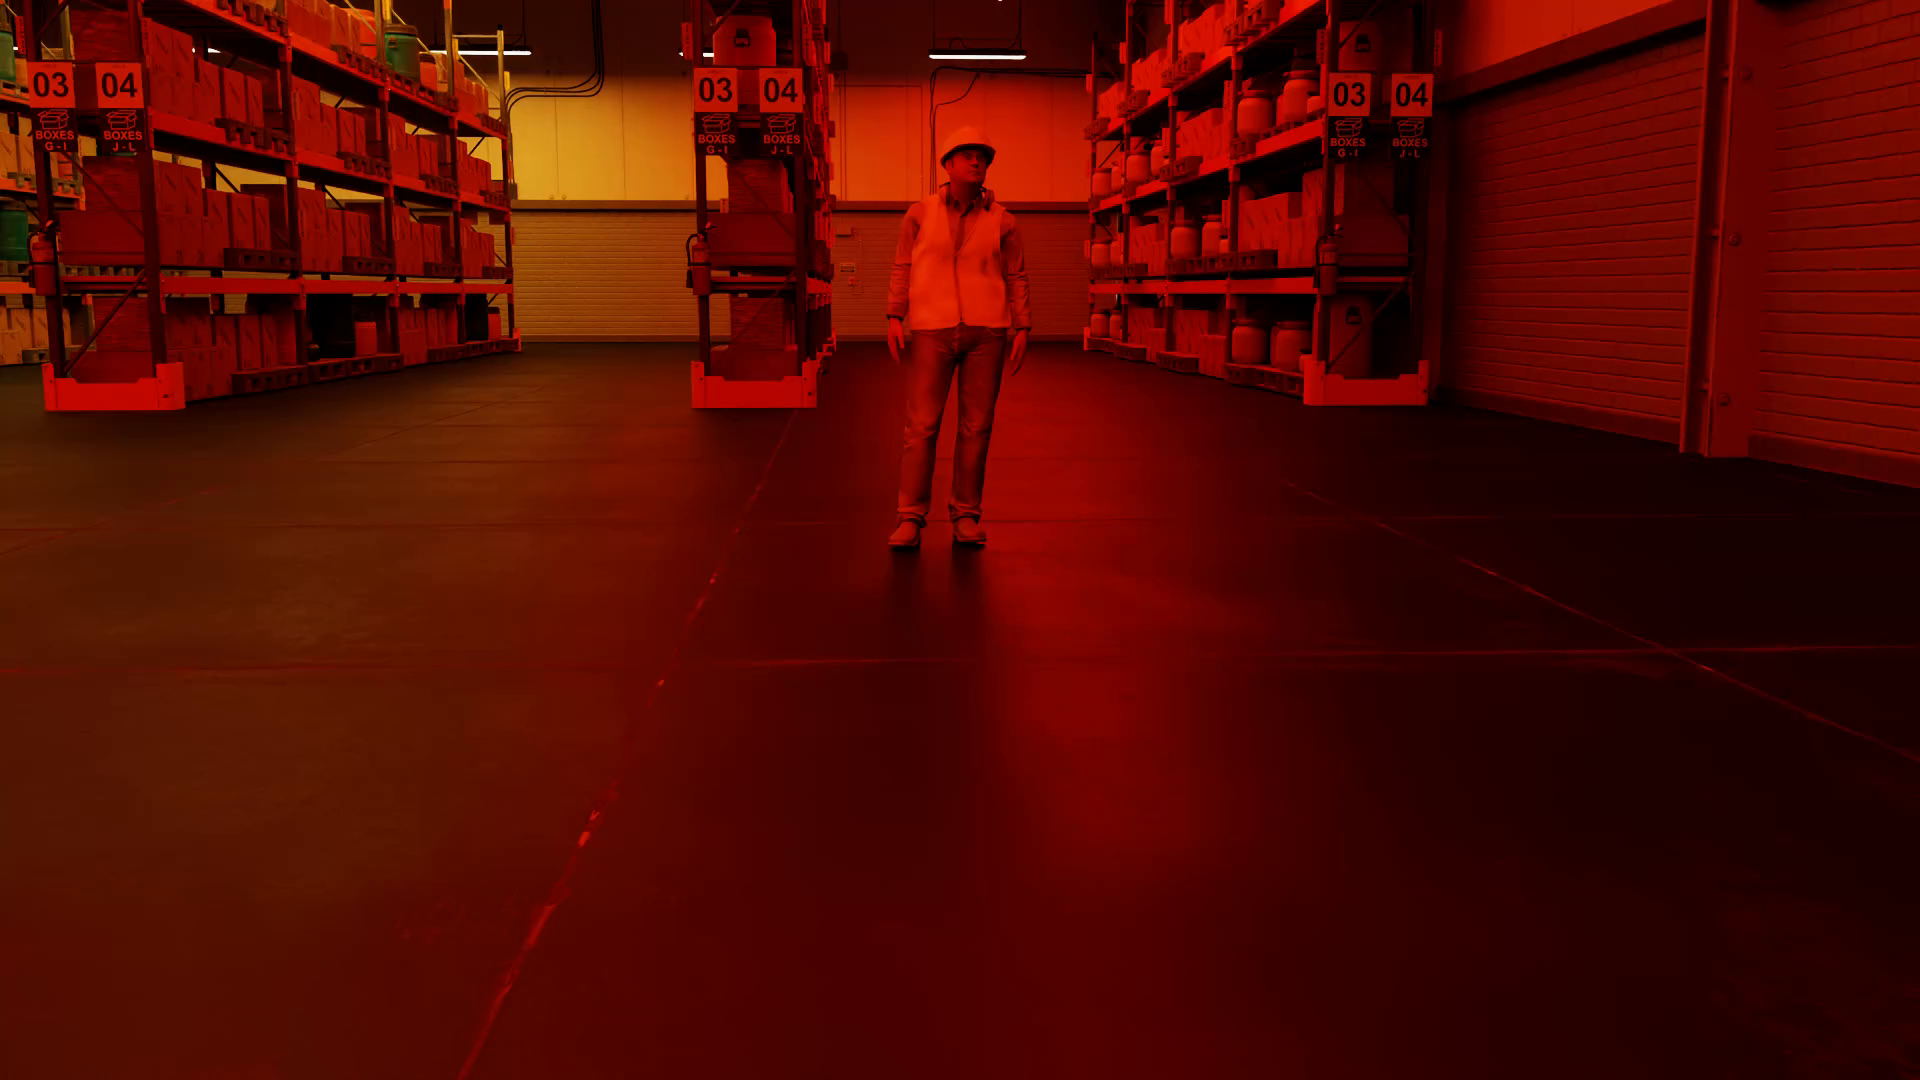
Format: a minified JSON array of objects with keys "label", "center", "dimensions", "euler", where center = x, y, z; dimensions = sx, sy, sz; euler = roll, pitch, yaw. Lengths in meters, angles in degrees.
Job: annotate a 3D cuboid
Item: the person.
[{"label":"person","center":[-0.005,-0.876,7.117],"dimensions":[0.632,1.773,0.568],"euler":[-1,8,-4]}]
